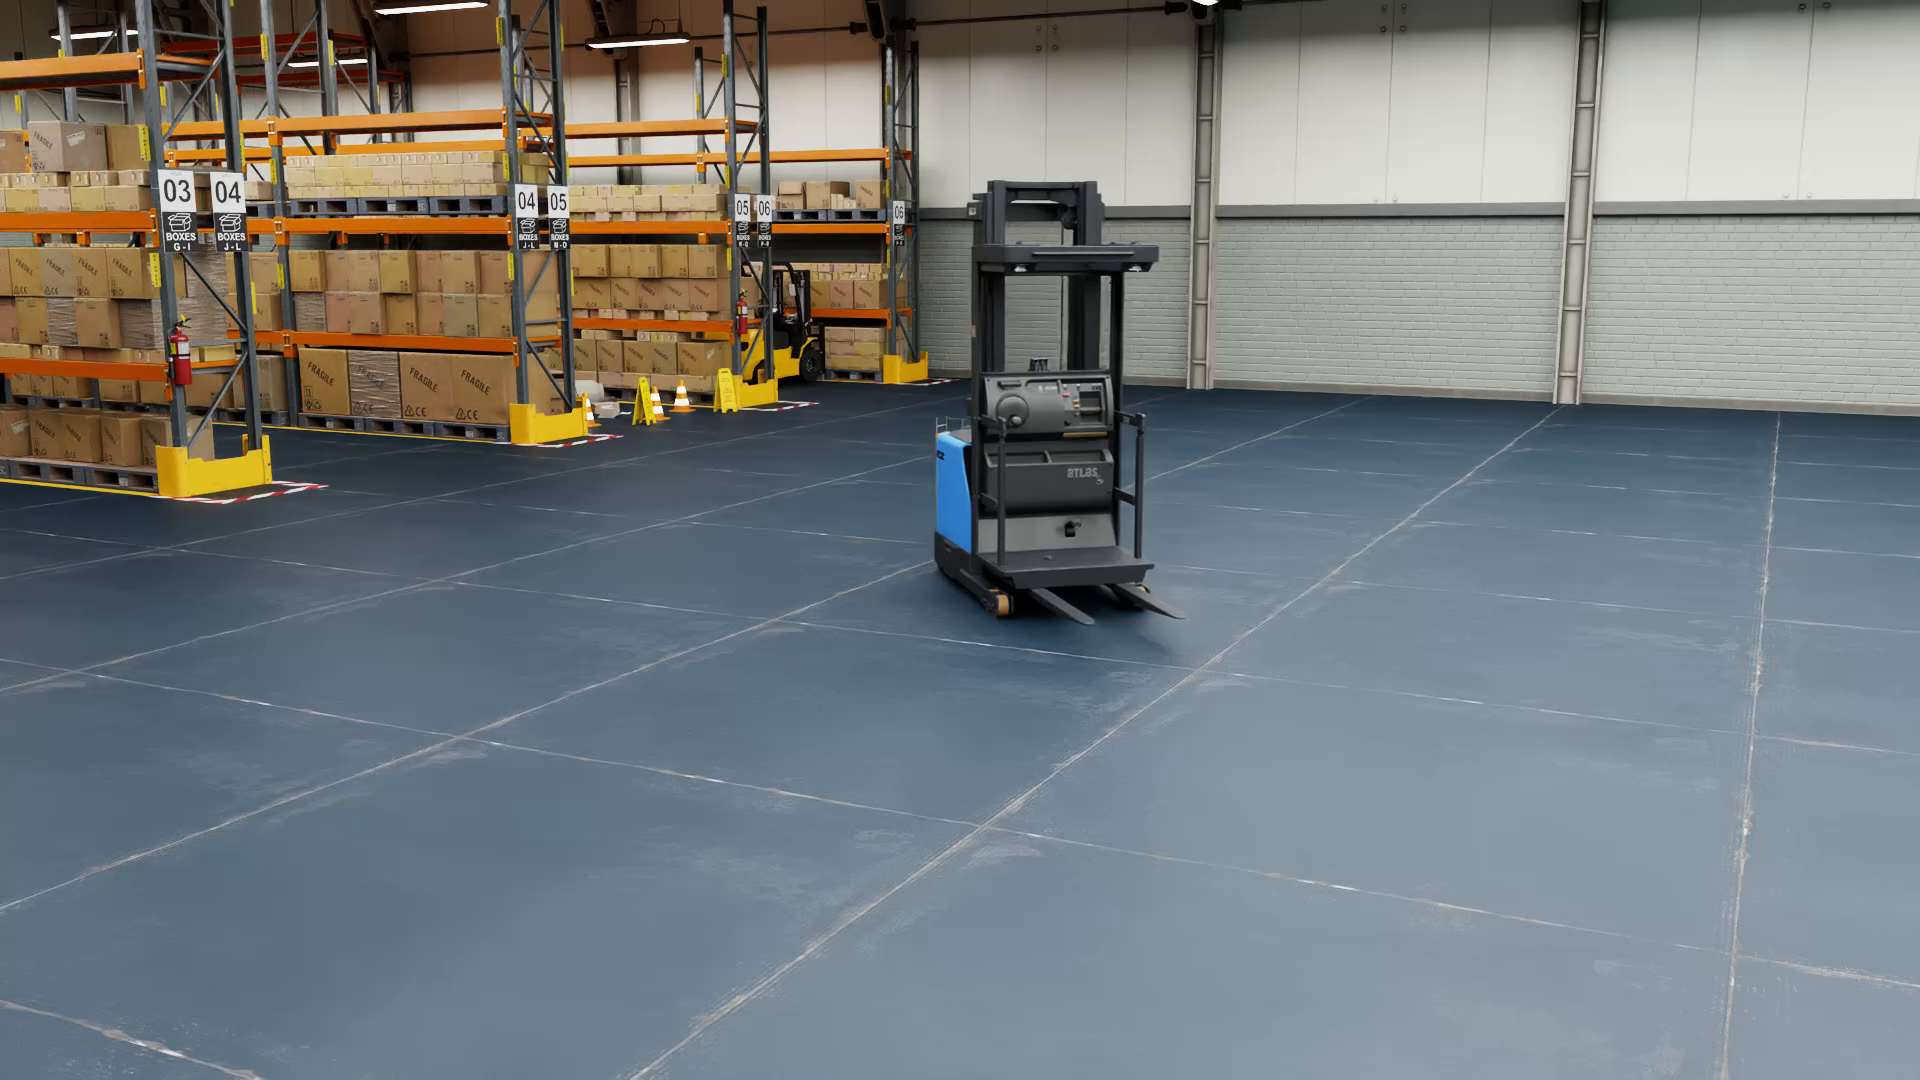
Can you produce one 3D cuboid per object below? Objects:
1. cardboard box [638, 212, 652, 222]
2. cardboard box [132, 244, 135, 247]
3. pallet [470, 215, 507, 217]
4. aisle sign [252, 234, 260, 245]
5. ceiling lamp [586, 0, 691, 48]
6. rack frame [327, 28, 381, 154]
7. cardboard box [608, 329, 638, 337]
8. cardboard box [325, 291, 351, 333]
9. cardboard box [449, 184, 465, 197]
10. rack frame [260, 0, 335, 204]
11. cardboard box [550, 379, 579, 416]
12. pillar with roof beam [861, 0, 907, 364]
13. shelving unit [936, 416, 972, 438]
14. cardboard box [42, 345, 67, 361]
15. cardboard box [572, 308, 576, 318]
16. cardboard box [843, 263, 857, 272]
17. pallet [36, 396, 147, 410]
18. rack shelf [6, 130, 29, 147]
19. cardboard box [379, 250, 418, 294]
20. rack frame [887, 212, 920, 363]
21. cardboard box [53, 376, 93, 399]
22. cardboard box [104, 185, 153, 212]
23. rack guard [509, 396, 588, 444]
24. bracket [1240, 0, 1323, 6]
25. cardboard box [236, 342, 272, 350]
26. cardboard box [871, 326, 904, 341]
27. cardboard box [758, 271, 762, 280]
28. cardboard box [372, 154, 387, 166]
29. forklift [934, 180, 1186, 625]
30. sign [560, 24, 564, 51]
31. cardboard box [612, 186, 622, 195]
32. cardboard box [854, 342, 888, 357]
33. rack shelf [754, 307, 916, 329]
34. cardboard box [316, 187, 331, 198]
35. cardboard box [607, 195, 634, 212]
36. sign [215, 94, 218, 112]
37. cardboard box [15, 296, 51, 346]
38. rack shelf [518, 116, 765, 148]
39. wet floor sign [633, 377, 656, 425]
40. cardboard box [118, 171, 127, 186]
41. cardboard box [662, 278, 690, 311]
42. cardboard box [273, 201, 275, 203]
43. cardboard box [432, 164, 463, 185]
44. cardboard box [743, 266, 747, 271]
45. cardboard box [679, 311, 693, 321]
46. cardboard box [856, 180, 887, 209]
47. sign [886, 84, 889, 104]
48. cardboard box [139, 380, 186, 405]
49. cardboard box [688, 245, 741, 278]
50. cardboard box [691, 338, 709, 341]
[{"bbox_3d":[-4.780,-5.020,25.825,0.250,0.149,0.380,5,11,24],"label":"cardboard box"},{"bbox_3d":[-15.262,-5.448,31.001,0.250,0.149,0.380,5,11,25],"label":"cardboard box"},{"bbox_3d":[-7.294,-5.343,27.433,1.003,0.211,1.213,5,11,26],"label":"pallet"},{"bbox_3d":[-15.547,-6.870,36.467,0.004,0.787,0.394,5,11,26],"label":"aisle sign"},{"bbox_3d":[-5.443,-10.149,28.649,2.000,3.185,0.800,5,11,26],"label":"ceiling lamp"},{"bbox_3d":[-10.375,-7.161,28.528,0.127,3.000,1.000,5,11,26],"label":"rack frame"},{"bbox_3d":[-6.435,-3.885,32.764,0.625,0.625,0.875,5,11,23],"label":"cardboard box"},{"bbox_3d":[-8.048,-3.102,22.526,0.550,0.550,0.875,5,11,26],"label":"cardboard box"},{"bbox_3d":[-6.204,-4.400,20.944,0.250,0.149,0.380,5,11,27],"label":"cardboard box"},{"bbox_3d":[-8.887,-6.047,22.375,0.127,3.000,1.000,5,11,26],"label":"rack frame"},{"bbox_3d":[-5.896,-2.084,24.332,0.637,0.503,0.797,-2,11,-14],"label":"cardboard box"},{"bbox_3d":[-3.138,-6.835,26.727,0.548,9.000,9.100,5,11,26],"label":"pillar with roof beam"},{"bbox_3d":[-0.048,-0.521,14.160,0.252,1.050,0.215,5,11,26],"label":"shelving unit"},{"bbox_3d":[-9.324,-1.963,17.359,0.250,0.149,0.380,5,11,26],"label":"cardboard box"},{"bbox_3d":[-6.146,-3.666,26.770,0.250,0.149,0.380,5,11,26],"label":"cardboard box"},{"bbox_3d":[-1.904,-4.912,30.008,0.250,0.149,0.380,5,12,27],"label":"cardboard box"},{"bbox_3d":[-13.175,-2.100,25.240,1.213,0.211,1.003,5,11,26],"label":"pallet"},{"bbox_3d":[-14.268,-5.969,25.087,4.000,0.370,1.077,5,11,26],"label":"rack shelf"},{"bbox_3d":[-7.125,-3.536,21.891,0.500,0.550,0.875,5,11,26],"label":"cardboard box"},{"bbox_3d":[-1.008,-4.371,29.961,0.127,3.000,1.000,5,11,26],"label":"rack frame"},{"bbox_3d":[-13.180,-2.397,24.892,0.500,0.500,0.500,5,11,26],"label":"cardboard box"},{"bbox_3d":[-8.130,-3.395,16.566,0.500,0.250,0.500,5,12,27],"label":"cardboard box"},{"bbox_3d":[-5.279,-1.548,21.380,0.348,0.500,1.175,5,11,26],"label":"rack guard"},{"bbox_3d":[6.688,-8.527,25.969,4.783,0.066,0.076,5,11,26],"label":"bracket"},{"bbox_3d":[-12.557,-3.579,30.370,0.875,0.875,0.875,5,12,27],"label":"cardboard box"},{"bbox_3d":[-1.355,-3.785,30.456,0.500,0.250,0.500,5,11,25],"label":"cardboard box"},{"bbox_3d":[-3.523,-4.899,30.777,0.250,0.149,0.380,5,11,25],"label":"cardboard box"},{"bbox_3d":[-7.347,-4.893,21.426,0.250,0.149,0.380,5,11,26],"label":"cardboard box"},{"bbox_3d":[0.684,-0.987,11.453,1.130,2.935,3.031,-3,11,-15],"label":"forklift"},{"bbox_3d":[-5.049,-6.358,21.023,0.005,0.325,0.100,5,11,26],"label":"sign"},{"bbox_3d":[-5.219,-5.452,25.976,0.250,0.149,0.380,5,12,27],"label":"cardboard box"},{"bbox_3d":[-1.582,-3.460,30.060,0.500,0.250,0.500,5,11,25],"label":"cardboard box"},{"bbox_3d":[-2.801,-4.175,30.896,4.000,0.370,1.077,5,11,26],"label":"rack shelf"},{"bbox_3d":[-8.255,-4.580,21.938,0.250,0.149,0.380,5,11,26],"label":"cardboard box"},{"bbox_3d":[-5.150,-5.244,25.944,0.500,0.250,0.500,5,11,26],"label":"cardboard box"},{"bbox_3d":[-13.733,-8.062,30.664,0.005,0.325,0.100,5,11,26],"label":"sign"},{"bbox_3d":[-9.441,-2.347,17.658,0.500,0.500,0.875,5,11,26],"label":"cardboard box"},{"bbox_3d":[-4.994,-6.332,25.980,4.000,0.370,1.077,5,11,26],"label":"rack shelf"},{"bbox_3d":[-4.398,-1.935,23.112,0.232,0.644,0.267,3,11,16],"label":"wet floor sign"},{"bbox_3d":[-8.154,-3.605,16.608,0.250,0.149,0.380,5,11,24],"label":"cardboard box"},{"bbox_3d":[-4.256,-3.813,25.759,0.500,0.500,0.500,5,11,26],"label":"cardboard box"},{"bbox_3d":[-11.765,-5.878,29.061,0.258,0.266,0.396,5,11,24],"label":"cardboard box"},{"bbox_3d":[-6.311,-4.618,21.026,0.500,0.250,0.500,5,11,26],"label":"cardboard box"},{"bbox_3d":[-3.933,-5.104,31.072,0.250,0.149,0.380,5,11,25],"label":"cardboard box"},{"bbox_3d":[-4.127,-3.476,25.719,0.250,0.149,0.380,5,11,25],"label":"cardboard box"},{"bbox_3d":[-1.512,-6.148,29.617,0.500,0.500,0.500,5,12,28],"label":"cardboard box"},{"bbox_3d":[-1.260,-7.737,28.864,0.005,0.325,0.100,5,11,26],"label":"sign"},{"bbox_3d":[-11.183,-2.379,24.091,0.750,0.750,1.050,5,11,27],"label":"cardboard box"},{"bbox_3d":[-3.755,-4.271,25.485,0.500,0.500,0.700,5,11,24],"label":"cardboard box"},{"bbox_3d":[-4.294,-2.951,26.549,0.500,0.500,0.500,5,11,24],"label":"cardboard box"}]
